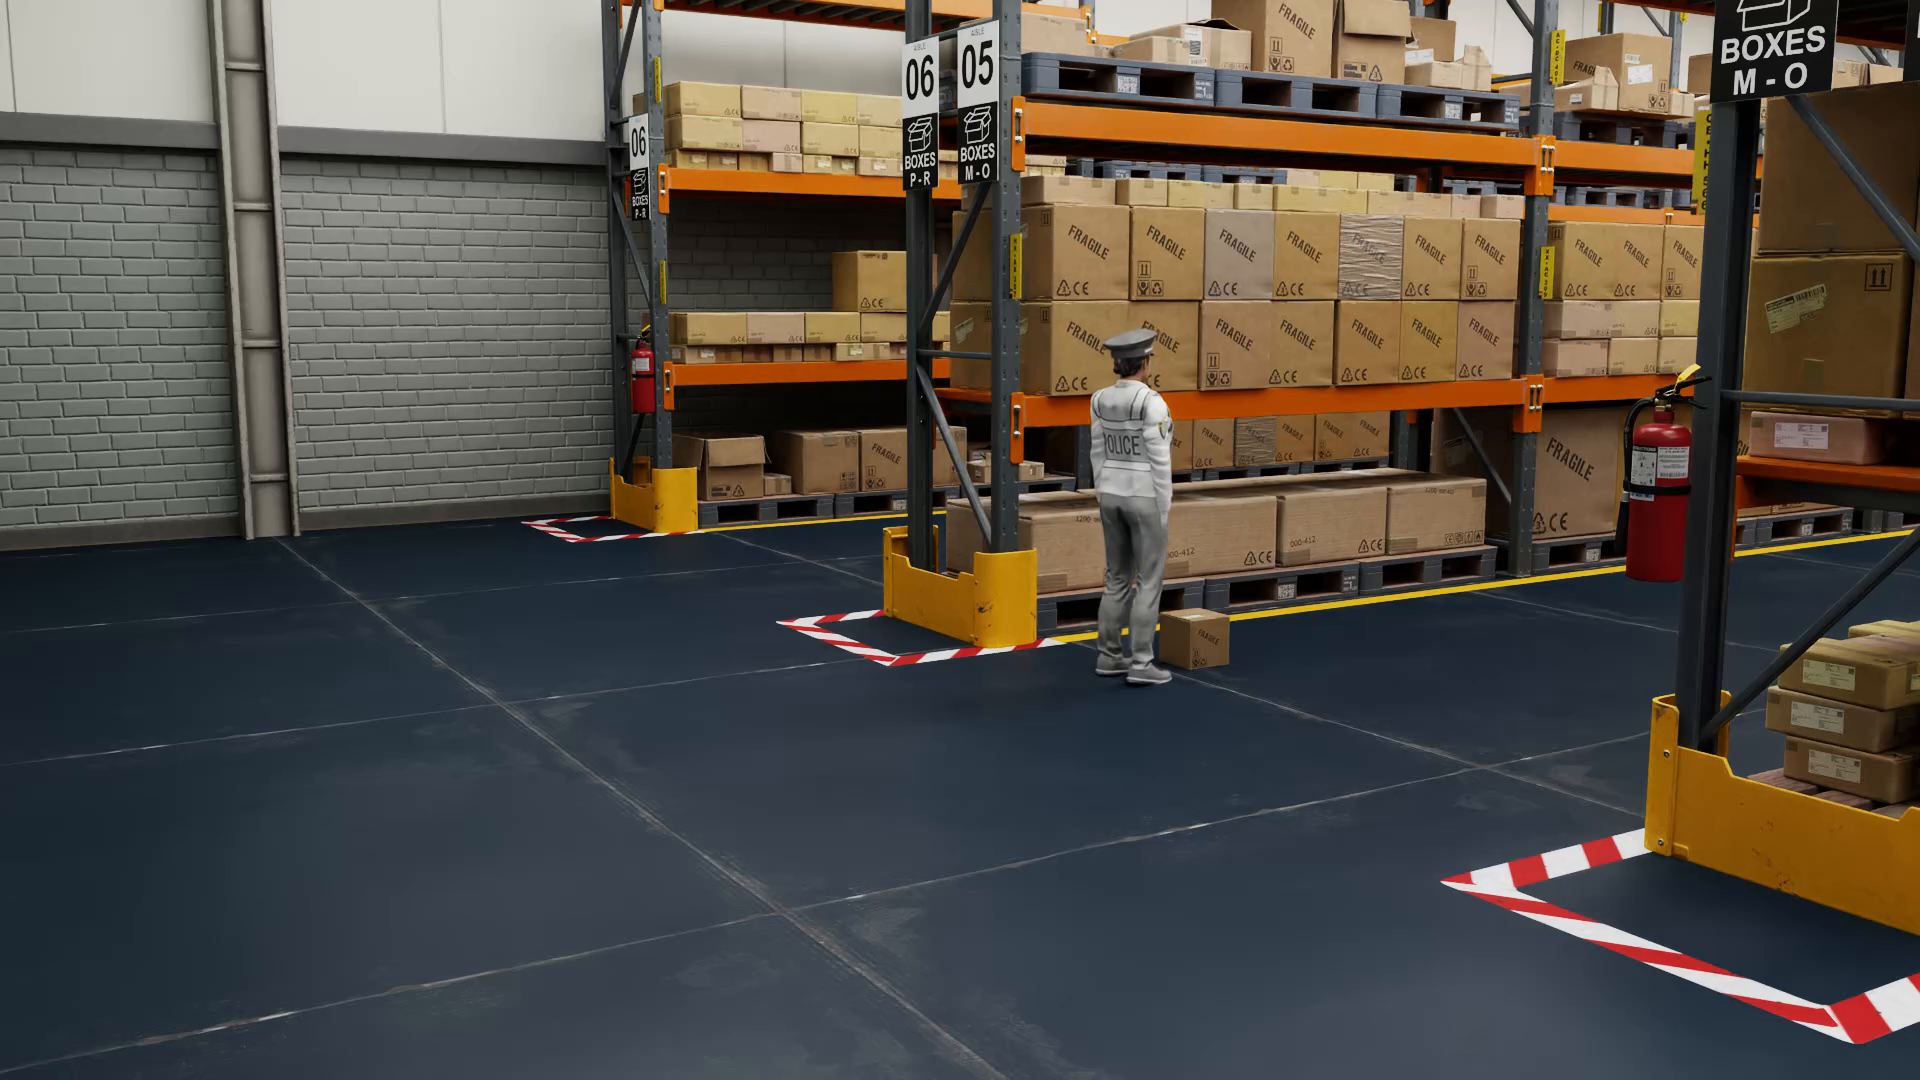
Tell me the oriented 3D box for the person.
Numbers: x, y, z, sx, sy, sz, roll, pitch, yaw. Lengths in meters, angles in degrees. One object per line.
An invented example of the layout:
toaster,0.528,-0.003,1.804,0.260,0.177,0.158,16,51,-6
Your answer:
person,0.829,-0.160,7.938,0.337,1.687,0.467,-8,11,-42
